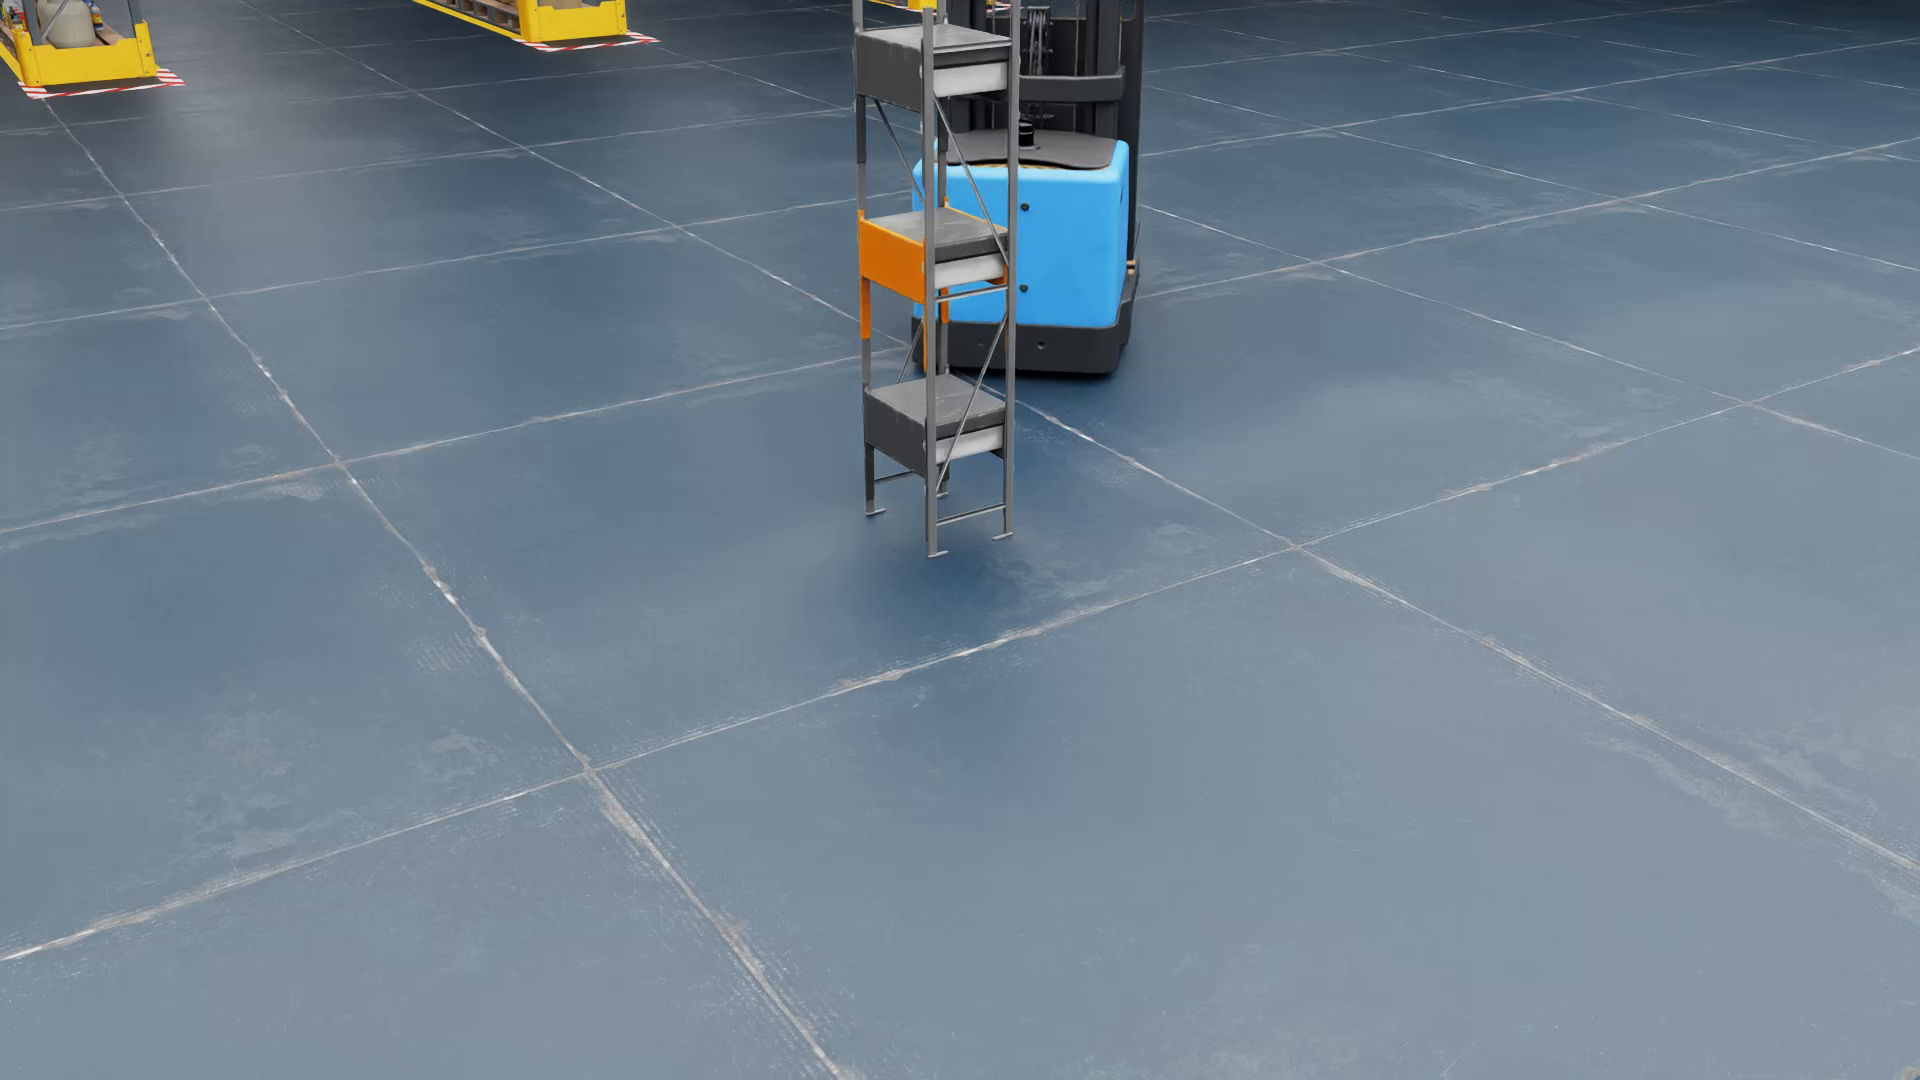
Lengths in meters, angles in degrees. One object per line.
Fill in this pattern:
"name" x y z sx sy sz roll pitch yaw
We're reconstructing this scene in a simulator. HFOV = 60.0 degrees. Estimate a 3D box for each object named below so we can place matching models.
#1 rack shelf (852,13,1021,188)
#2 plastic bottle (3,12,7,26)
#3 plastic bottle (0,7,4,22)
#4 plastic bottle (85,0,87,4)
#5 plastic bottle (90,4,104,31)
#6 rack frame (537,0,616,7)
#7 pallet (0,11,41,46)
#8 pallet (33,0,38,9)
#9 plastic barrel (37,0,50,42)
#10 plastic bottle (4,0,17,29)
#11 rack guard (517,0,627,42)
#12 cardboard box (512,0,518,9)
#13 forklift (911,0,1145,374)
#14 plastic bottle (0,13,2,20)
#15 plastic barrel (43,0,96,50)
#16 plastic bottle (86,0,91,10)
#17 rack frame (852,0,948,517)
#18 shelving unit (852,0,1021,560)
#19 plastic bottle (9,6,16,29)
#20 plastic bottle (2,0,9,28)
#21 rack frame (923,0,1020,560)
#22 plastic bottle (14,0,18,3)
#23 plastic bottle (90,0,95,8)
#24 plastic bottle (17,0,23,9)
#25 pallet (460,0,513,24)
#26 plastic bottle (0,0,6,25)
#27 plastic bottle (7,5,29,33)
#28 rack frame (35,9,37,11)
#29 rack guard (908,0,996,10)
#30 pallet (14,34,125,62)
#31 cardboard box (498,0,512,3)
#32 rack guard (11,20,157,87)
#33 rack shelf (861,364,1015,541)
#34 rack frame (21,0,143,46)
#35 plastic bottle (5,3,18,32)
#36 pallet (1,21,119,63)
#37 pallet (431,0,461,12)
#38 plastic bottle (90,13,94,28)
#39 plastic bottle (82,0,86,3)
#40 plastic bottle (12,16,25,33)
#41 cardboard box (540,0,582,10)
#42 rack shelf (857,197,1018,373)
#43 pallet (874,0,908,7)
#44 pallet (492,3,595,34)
"rack shelf" -0.090 -1.629 6.134 0.431 0.518 0.480 -16 29 -30
"plastic bottle" -10.325 -5.687 18.046 0.097 0.201 0.097 0 25 0
"plastic bottle" -10.460 -5.861 18.240 0.144 0.351 0.185 -17 30 -32
"plastic bottle" -9.442 -5.727 18.049 0.097 0.271 0.097 0 25 0
"plastic bottle" -9.201 -5.569 17.713 0.097 0.271 0.097 0 25 0
"rack frame" -4.322 -7.037 18.142 1.000 3.000 0.127 -16 29 -30
"pallet" -10.324 -5.802 18.794 1.003 0.211 1.213 -16 29 -30
"pallet" -11.117 -6.324 19.899 1.003 0.211 1.213 -16 29 -30
"plastic barrel" -9.169 -5.344 16.980 0.421 0.512 0.421 0 25 0
"plastic bottle" -10.126 -5.643 17.777 0.144 0.351 0.185 -14 29 -27
"rack guard" -4.364 -5.934 18.734 1.175 0.500 0.348 -16 29 -30
"cardboard box" -5.004 -6.529 19.504 0.500 0.500 0.500 -8 26 -16
"forklift" 0.478 -2.761 9.166 1.130 2.935 3.031 4 26 8
"plastic bottle" -10.563 -5.929 18.383 0.144 0.351 0.185 -15 29 -28
"plastic barrel" -8.895 -5.165 16.600 0.421 0.512 0.421 0 25 0
"plastic bottle" -9.388 -5.691 17.973 0.097 0.271 0.097 0 25 0
"rack frame" -0.224 -1.096 6.612 0.400 2.100 0.015 -16 29 -30
"shelving unit" -0.090 -1.009 6.427 0.431 2.100 0.503 -16 29 -30
"plastic bottle" -9.921 -5.445 17.438 0.061 0.283 0.133 -15 29 -28
"plastic bottle" -10.228 -5.709 17.918 0.144 0.351 0.185 -16 30 -30
"rack frame" 0.043 -0.921 6.242 0.400 2.100 0.015 -16 29 -30
"plastic bottle" -10.382 -5.869 18.350 0.097 0.271 0.097 0 25 0
"plastic bottle" -9.309 -5.660 17.891 0.061 0.283 0.133 -15 29 -29
"plastic bottle" -10.117 -5.719 18.026 0.152 0.276 0.135 -16 29 -30
"pallet" -5.439 -6.538 20.352 1.003 0.211 1.213 -16 29 -30
"plastic bottle" -10.404 -5.762 18.109 0.061 0.283 0.133 -14 29 -27
"plastic bottle" -9.957 -5.501 17.564 0.152 0.276 0.135 -15 29 -29
"rack frame" -10.656 -7.313 18.728 1.000 3.000 0.127 -16 29 -30
"rack guard" -0.098 -7.018 21.030 1.175 0.500 0.348 -16 29 -30
"pallet" -8.992 -4.930 16.945 1.003 0.211 1.213 -16 29 -30
"cardboard box" -5.330 -6.758 19.988 0.500 0.500 0.500 -13 28 -25
"rack guard" -8.553 -4.768 16.265 1.175 0.500 0.348 -16 29 -30
"rack shelf" -0.090 -0.363 6.732 0.431 0.518 0.480 -16 29 -30
"rack frame" -8.472 -5.883 15.697 1.000 3.000 0.127 -16 29 -30
"plastic bottle" -10.032 -5.551 17.670 0.152 0.276 0.135 -16 30 -31
"pallet" -9.654 -5.366 17.869 1.003 0.211 1.213 -16 29 -30
"pallet" -6.110 -6.975 21.277 1.003 0.211 1.213 -16 29 -30
"plastic bottle" -9.257 -5.574 17.807 0.097 0.201 0.097 0 25 0
"plastic bottle" -9.553 -5.800 18.202 0.097 0.271 0.097 0 25 0
"plastic bottle" -9.842 -5.371 17.376 0.097 0.201 0.097 0 25 0
"cardboard box" -4.649 -6.324 19.068 0.500 0.500 0.500 -10 27 -20
"rack shelf" -0.090 -0.996 6.433 0.431 0.518 0.480 -16 29 -30
"pallet" -0.613 -7.163 21.677 1.003 0.211 1.213 -16 29 -30
"pallet" -4.778 -6.102 19.428 1.003 0.211 1.213 -16 29 -30
